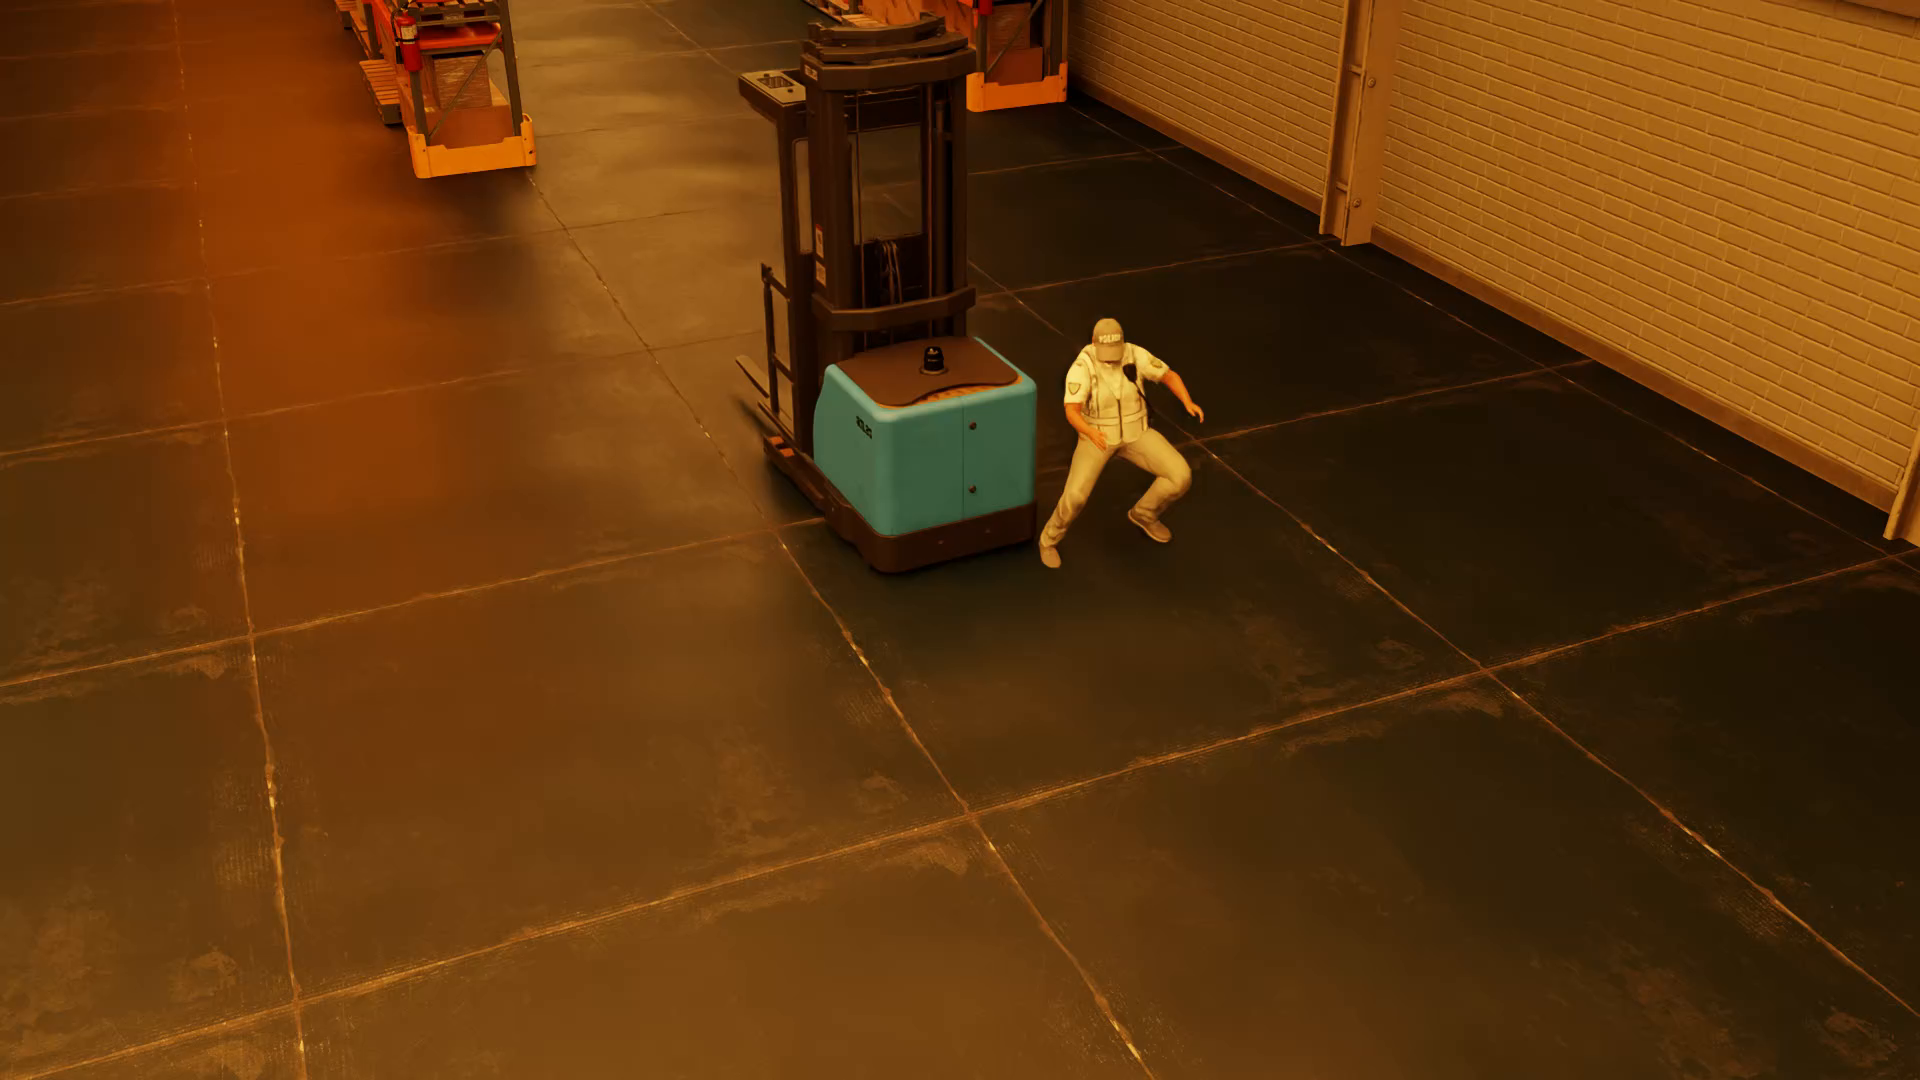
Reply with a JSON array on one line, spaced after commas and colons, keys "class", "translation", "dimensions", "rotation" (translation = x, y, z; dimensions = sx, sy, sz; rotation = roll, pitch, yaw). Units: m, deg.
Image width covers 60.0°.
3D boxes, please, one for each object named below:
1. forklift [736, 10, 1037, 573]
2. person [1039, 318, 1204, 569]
[{"class": "forklift", "translation": [-0.642, -1.791, 10.251], "dimensions": [1.130, 2.935, 3.031], "rotation": [-14, 32, -22]}, {"class": "person", "translation": [0.914, -0.548, 9.608], "dimensions": [0.897, 1.487, 0.753], "rotation": [-5, 30, -8]}]
